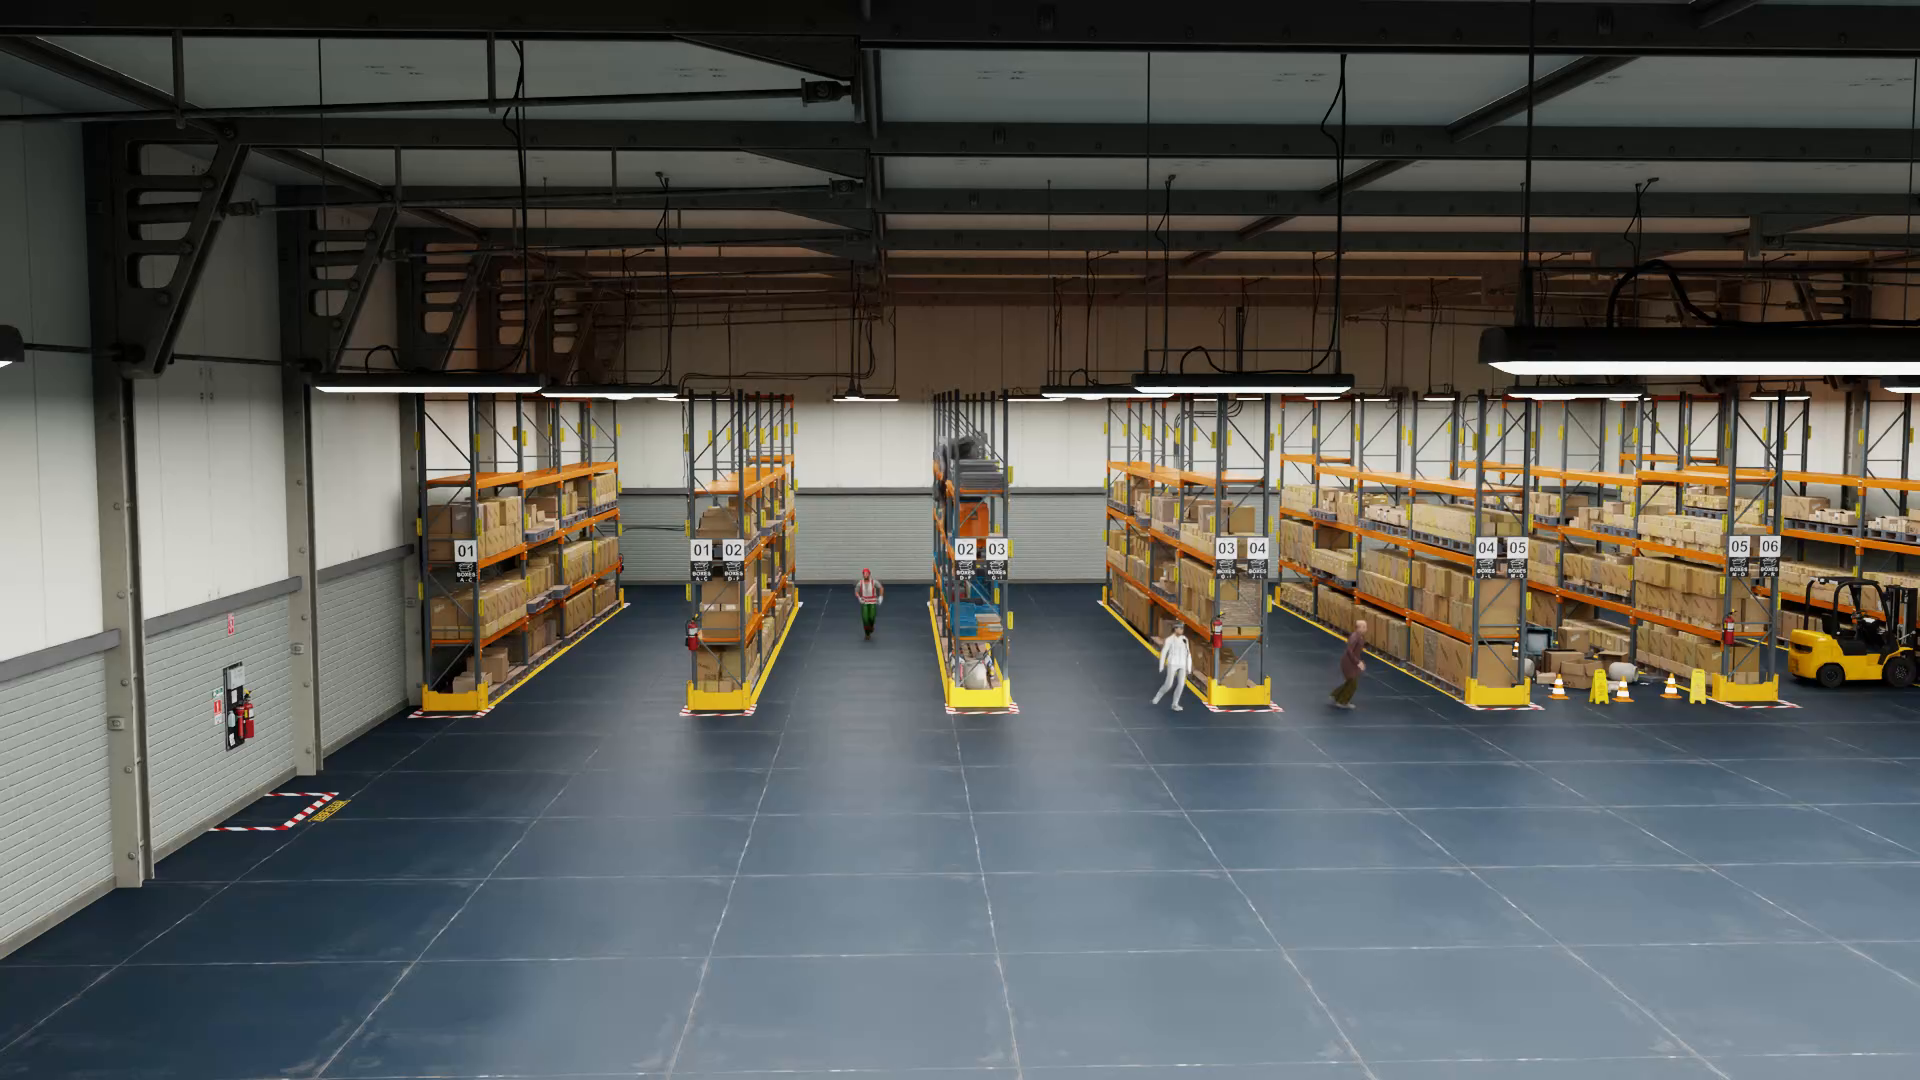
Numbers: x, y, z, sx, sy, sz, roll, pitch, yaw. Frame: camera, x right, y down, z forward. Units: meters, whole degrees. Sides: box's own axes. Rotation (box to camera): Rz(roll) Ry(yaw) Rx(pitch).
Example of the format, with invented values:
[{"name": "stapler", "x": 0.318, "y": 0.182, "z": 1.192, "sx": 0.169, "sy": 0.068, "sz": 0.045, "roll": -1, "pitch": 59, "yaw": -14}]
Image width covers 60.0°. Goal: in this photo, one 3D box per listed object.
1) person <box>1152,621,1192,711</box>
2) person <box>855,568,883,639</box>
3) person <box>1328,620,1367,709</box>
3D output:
[{"name": "person", "x": 3.972, "y": 2.343, "z": 31.201, "sx": 0.643, "sy": 1.667, "sz": 0.564, "roll": -2, "pitch": 5, "yaw": -20}, {"name": "person", "x": -2.227, "y": 1.558, "z": 40.453, "sx": 0.679, "sy": 1.735, "sz": 0.659, "roll": 0, "pitch": 5, "yaw": 5}, {"name": "person", "x": 7.257, "y": 2.383, "z": 31.193, "sx": 0.762, "sy": 1.602, "sz": 0.680, "roll": 2, "pitch": 5, "yaw": 27}]
